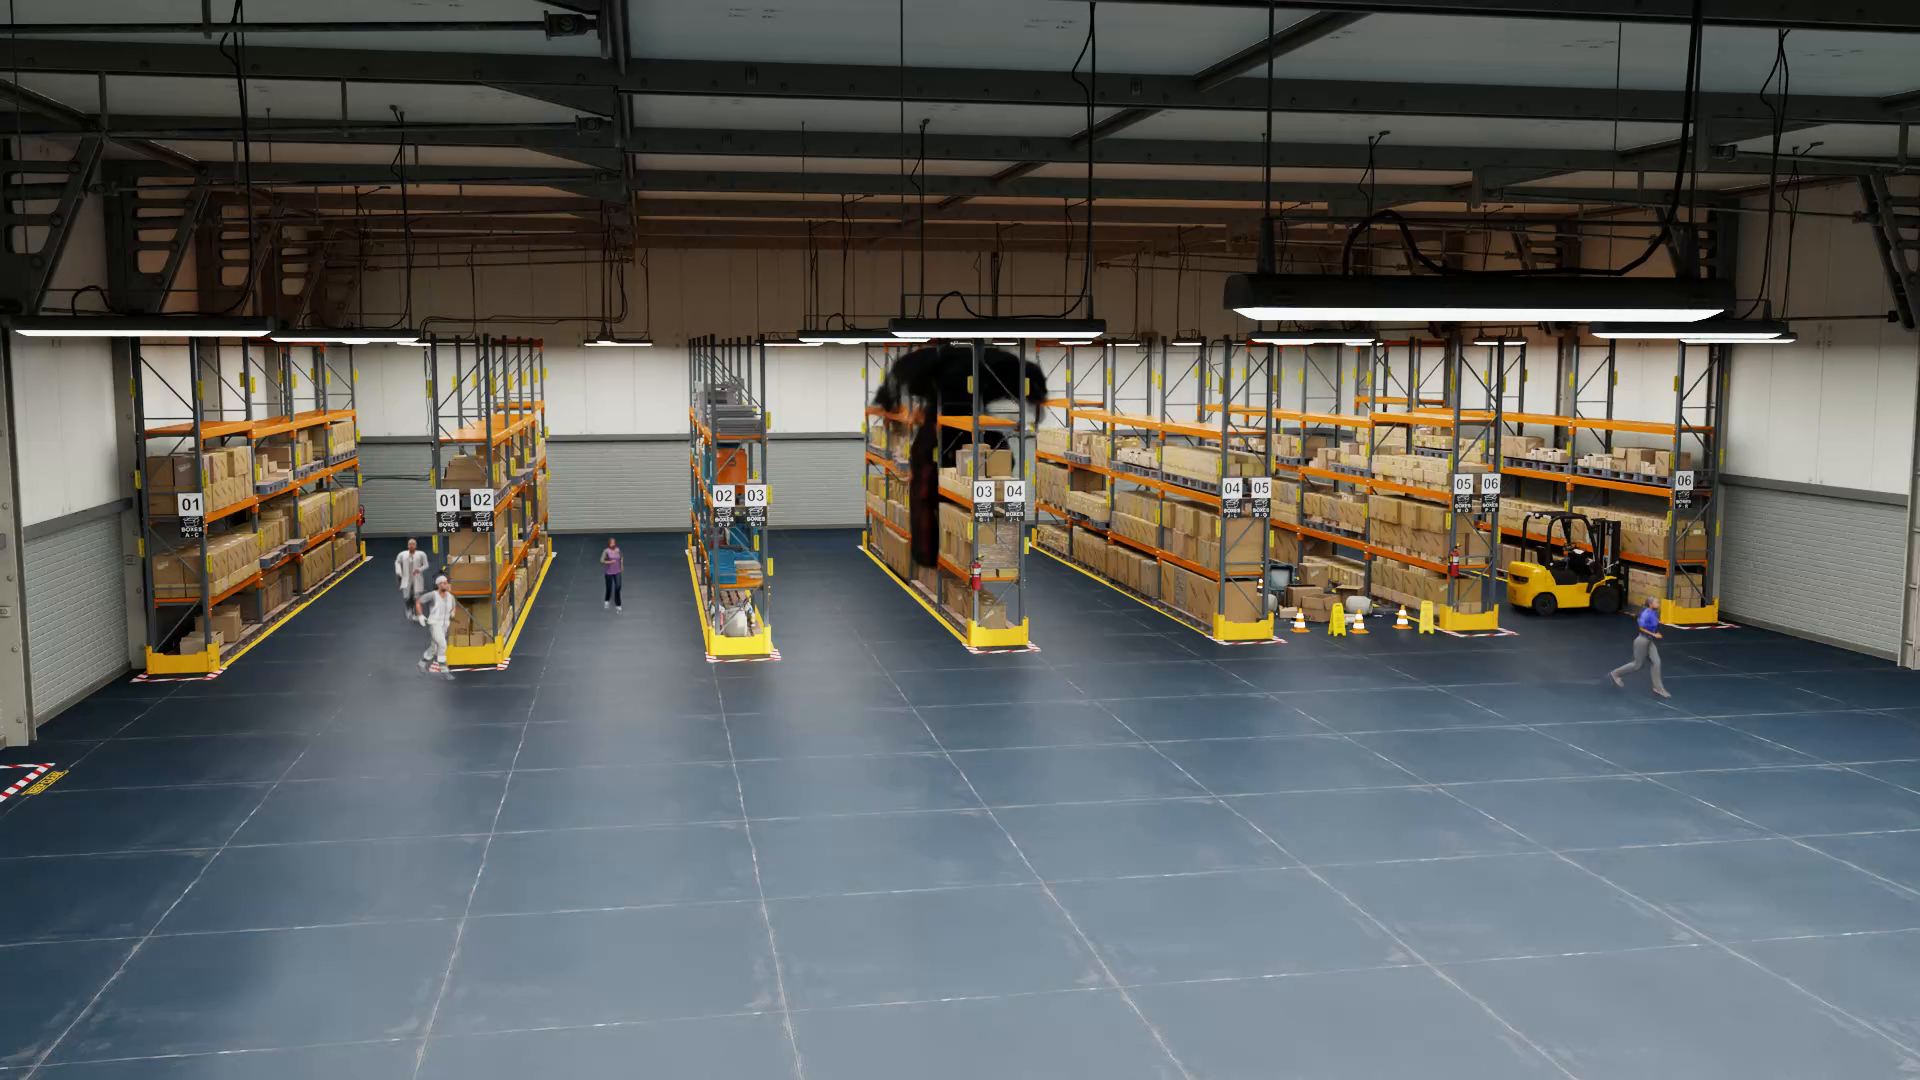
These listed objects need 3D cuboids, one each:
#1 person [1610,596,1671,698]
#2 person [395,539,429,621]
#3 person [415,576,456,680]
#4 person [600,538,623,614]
[{"bbox_3d":[11.371,1.745,27.686,0.977,1.658,0.600,5,8,36],"label":"person"},{"bbox_3d":[-11.516,0.856,34.938,0.704,1.723,0.653,-1,7,-13],"label":"person"},{"bbox_3d":[-9.069,1.502,29.034,0.977,1.751,0.704,4,8,29],"label":"person"},{"bbox_3d":[-7.603,0.756,36.327,0.565,1.631,0.778,-3,7,-28],"label":"person"}]
